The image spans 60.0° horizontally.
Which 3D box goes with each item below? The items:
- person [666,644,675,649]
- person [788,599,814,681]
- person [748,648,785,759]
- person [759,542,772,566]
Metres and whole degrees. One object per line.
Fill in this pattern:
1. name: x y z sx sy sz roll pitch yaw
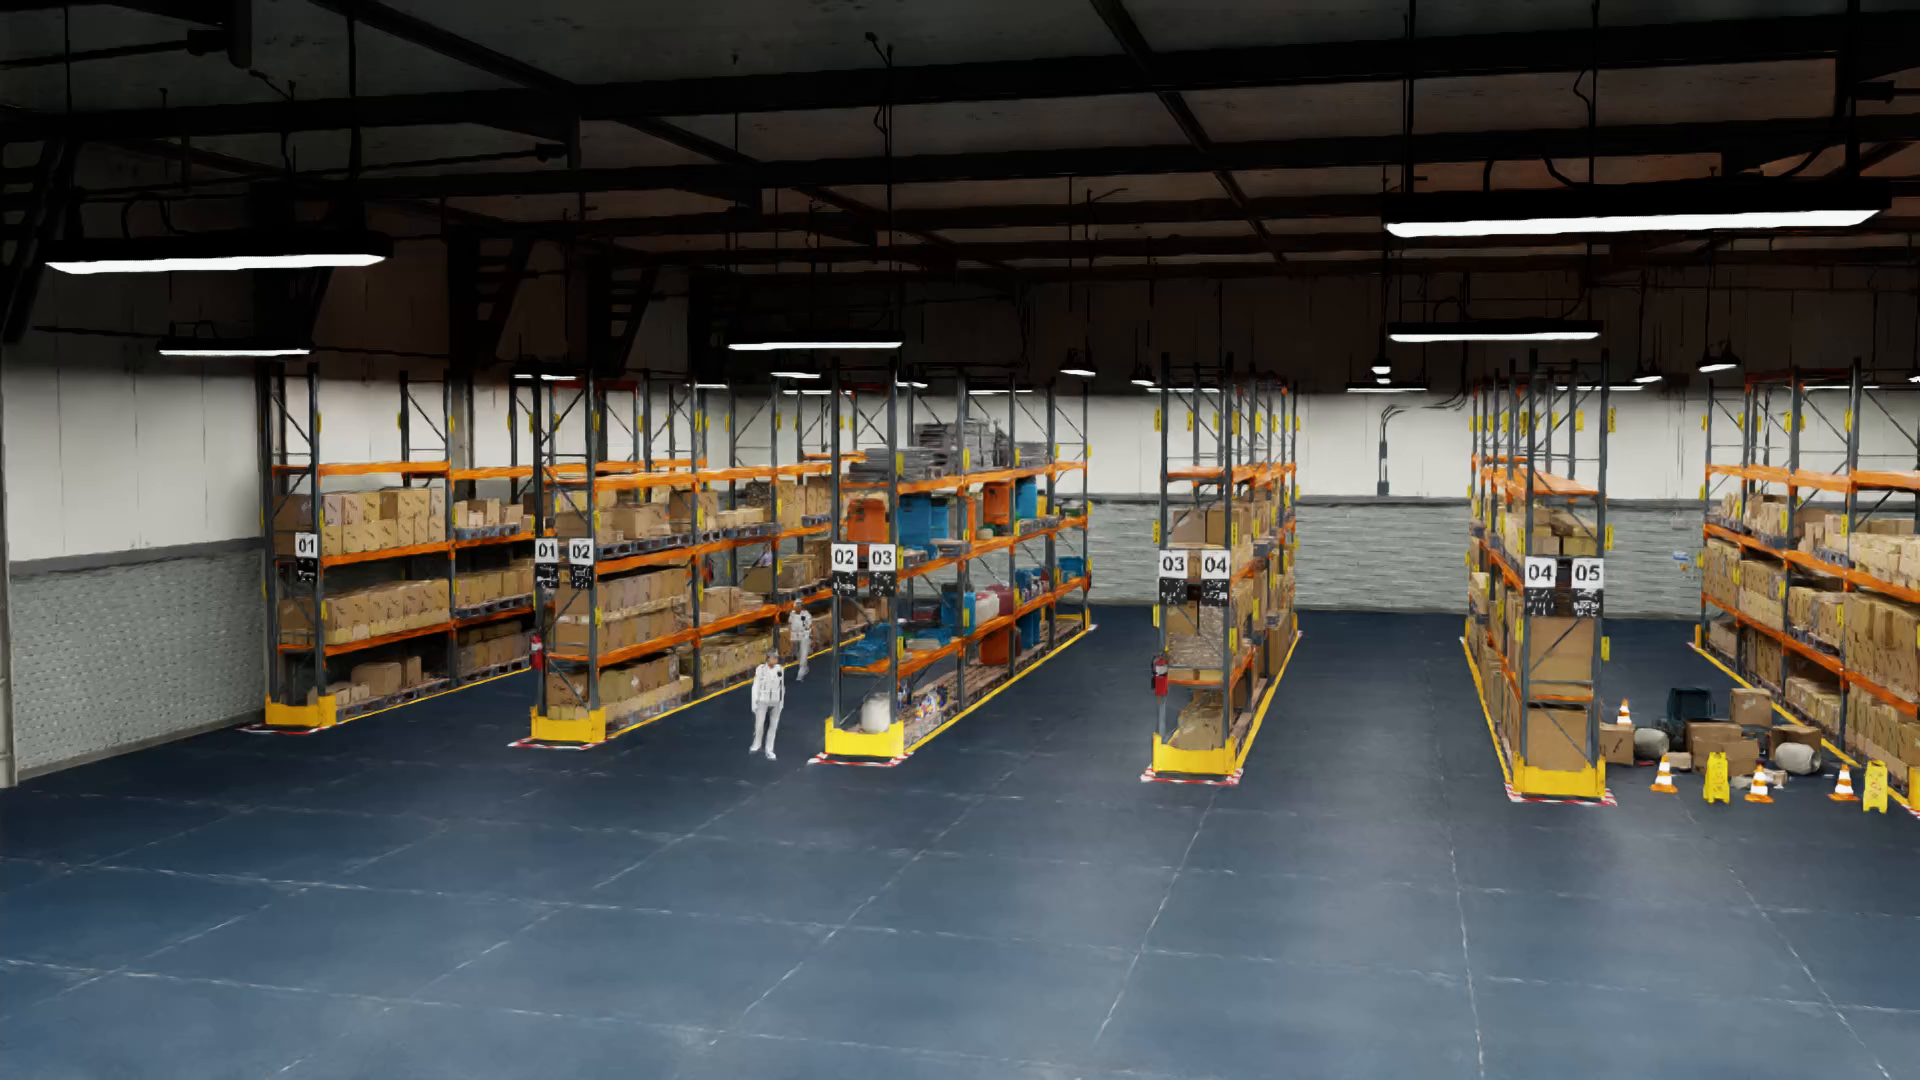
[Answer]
1. person: -5.974 1.817 33.355 0.528 1.646 1.130 1 4 12
2. person: -3.115 1.921 32.374 0.497 1.583 1.090 1 4 17
3. person: -2.894 2.421 24.925 0.533 1.665 0.531 -2 4 -20
4. person: -5.570 0.877 47.108 0.683 1.645 0.476 -3 5 -36
